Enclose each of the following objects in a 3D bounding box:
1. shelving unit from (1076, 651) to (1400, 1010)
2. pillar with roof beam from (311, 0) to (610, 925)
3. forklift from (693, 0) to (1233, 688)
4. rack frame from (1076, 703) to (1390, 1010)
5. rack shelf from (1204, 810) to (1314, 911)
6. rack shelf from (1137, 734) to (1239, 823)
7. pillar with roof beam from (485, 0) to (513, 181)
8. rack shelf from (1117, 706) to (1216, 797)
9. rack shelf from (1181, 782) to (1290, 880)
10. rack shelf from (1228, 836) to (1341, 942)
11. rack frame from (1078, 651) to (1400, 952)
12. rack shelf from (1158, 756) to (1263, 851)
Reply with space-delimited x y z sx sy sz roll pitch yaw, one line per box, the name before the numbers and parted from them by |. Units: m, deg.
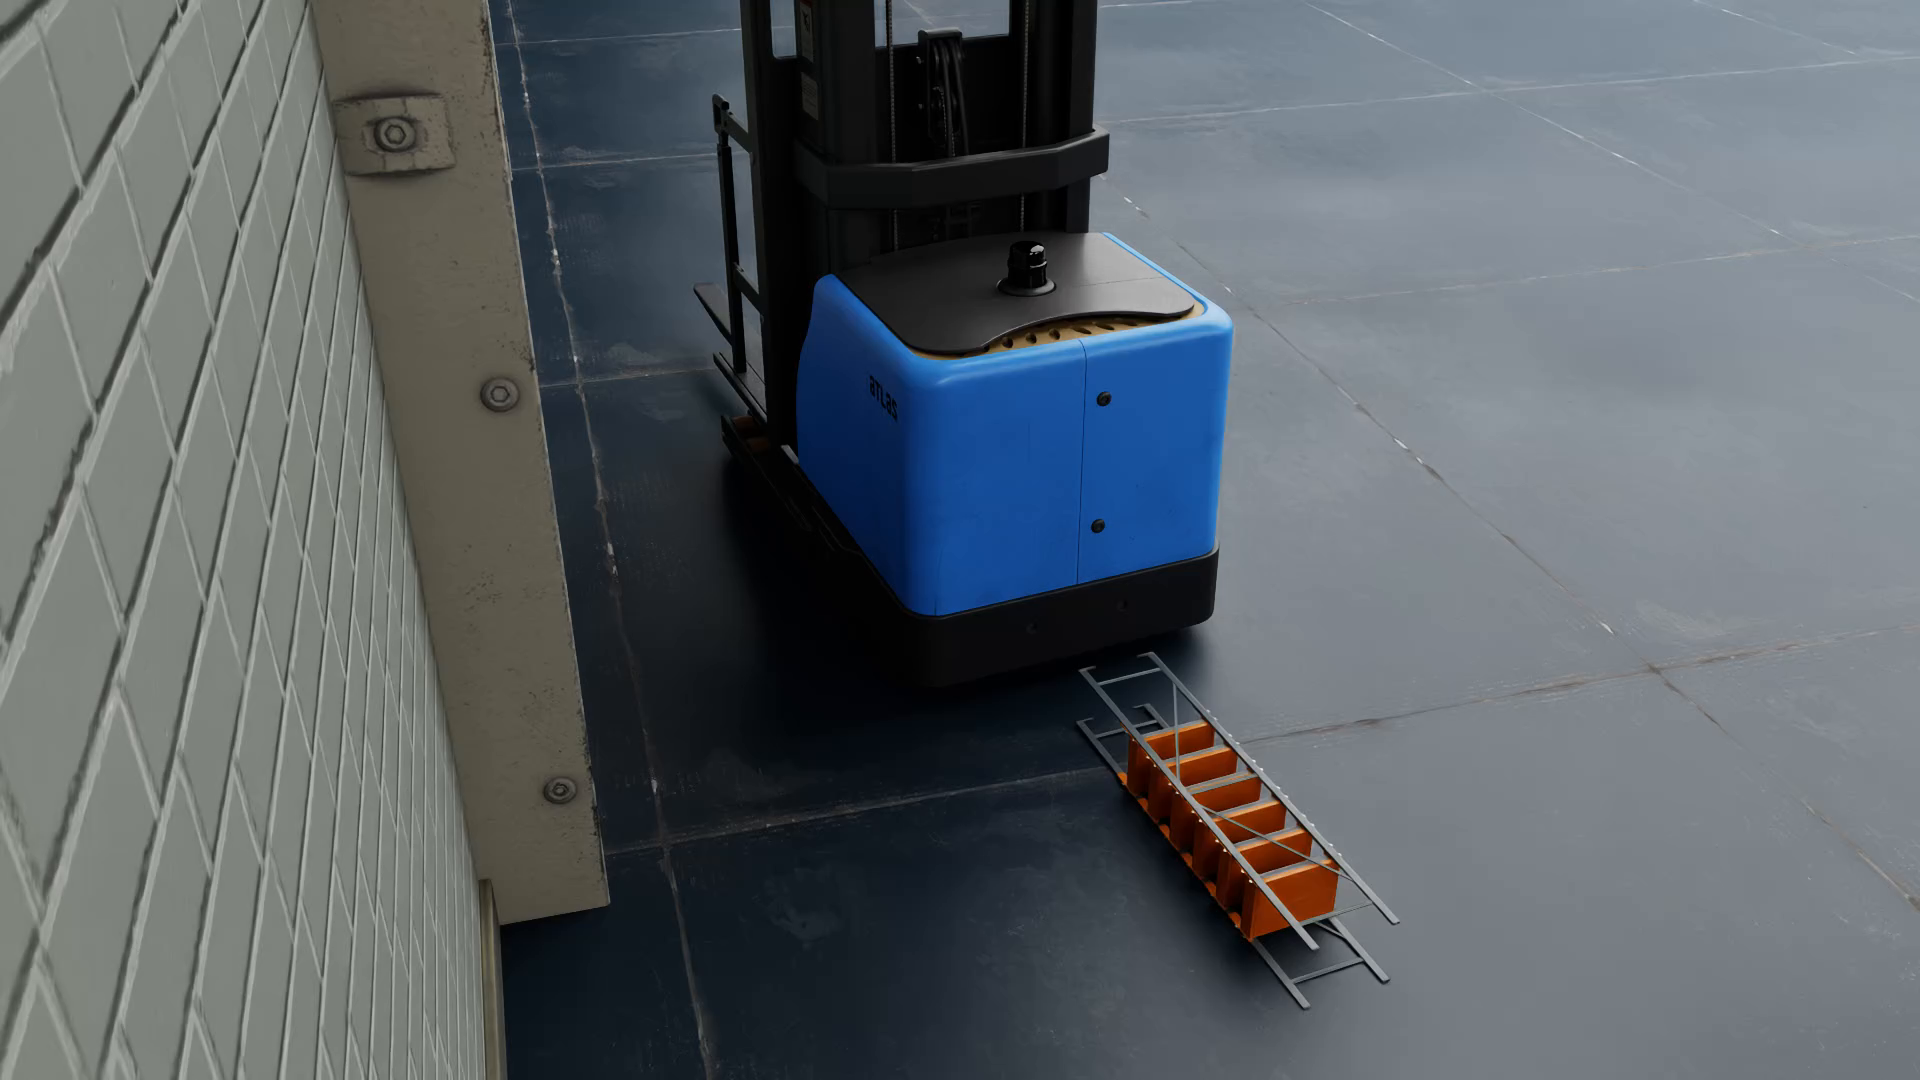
shelving unit | 0.677 0.707 4.333 0.258 0.189 1.200 -12 32 -19
pillar with roof beam | 3.072 -3.628 3.034 9.100 9.000 0.400 -8 31 -13
forklift | -0.248 -1.558 5.516 1.130 2.935 3.031 -12 32 -20
rack frame | 0.677 0.786 4.380 0.240 0.006 1.200 -12 32 -19
rack shelf | 0.753 0.798 4.178 0.258 0.180 0.103 -12 32 -19
rack shelf | 0.614 0.630 4.464 0.258 0.180 0.103 -12 32 -19
pillar with roof beam | 1.480 -6.525 8.041 9.100 9.000 0.400 -8 31 -13
rack shelf | 0.568 0.574 4.560 0.258 0.180 0.103 -12 32 -19
rack shelf | 0.706 0.742 4.273 0.258 0.180 0.103 -12 32 -19
rack shelf | 0.799 0.854 4.082 0.258 0.180 0.103 -12 32 -19
rack frame | 0.677 0.628 4.287 0.240 0.006 1.200 -12 32 -19
rack shelf | 0.660 0.686 4.369 0.258 0.180 0.103 -12 32 -19
